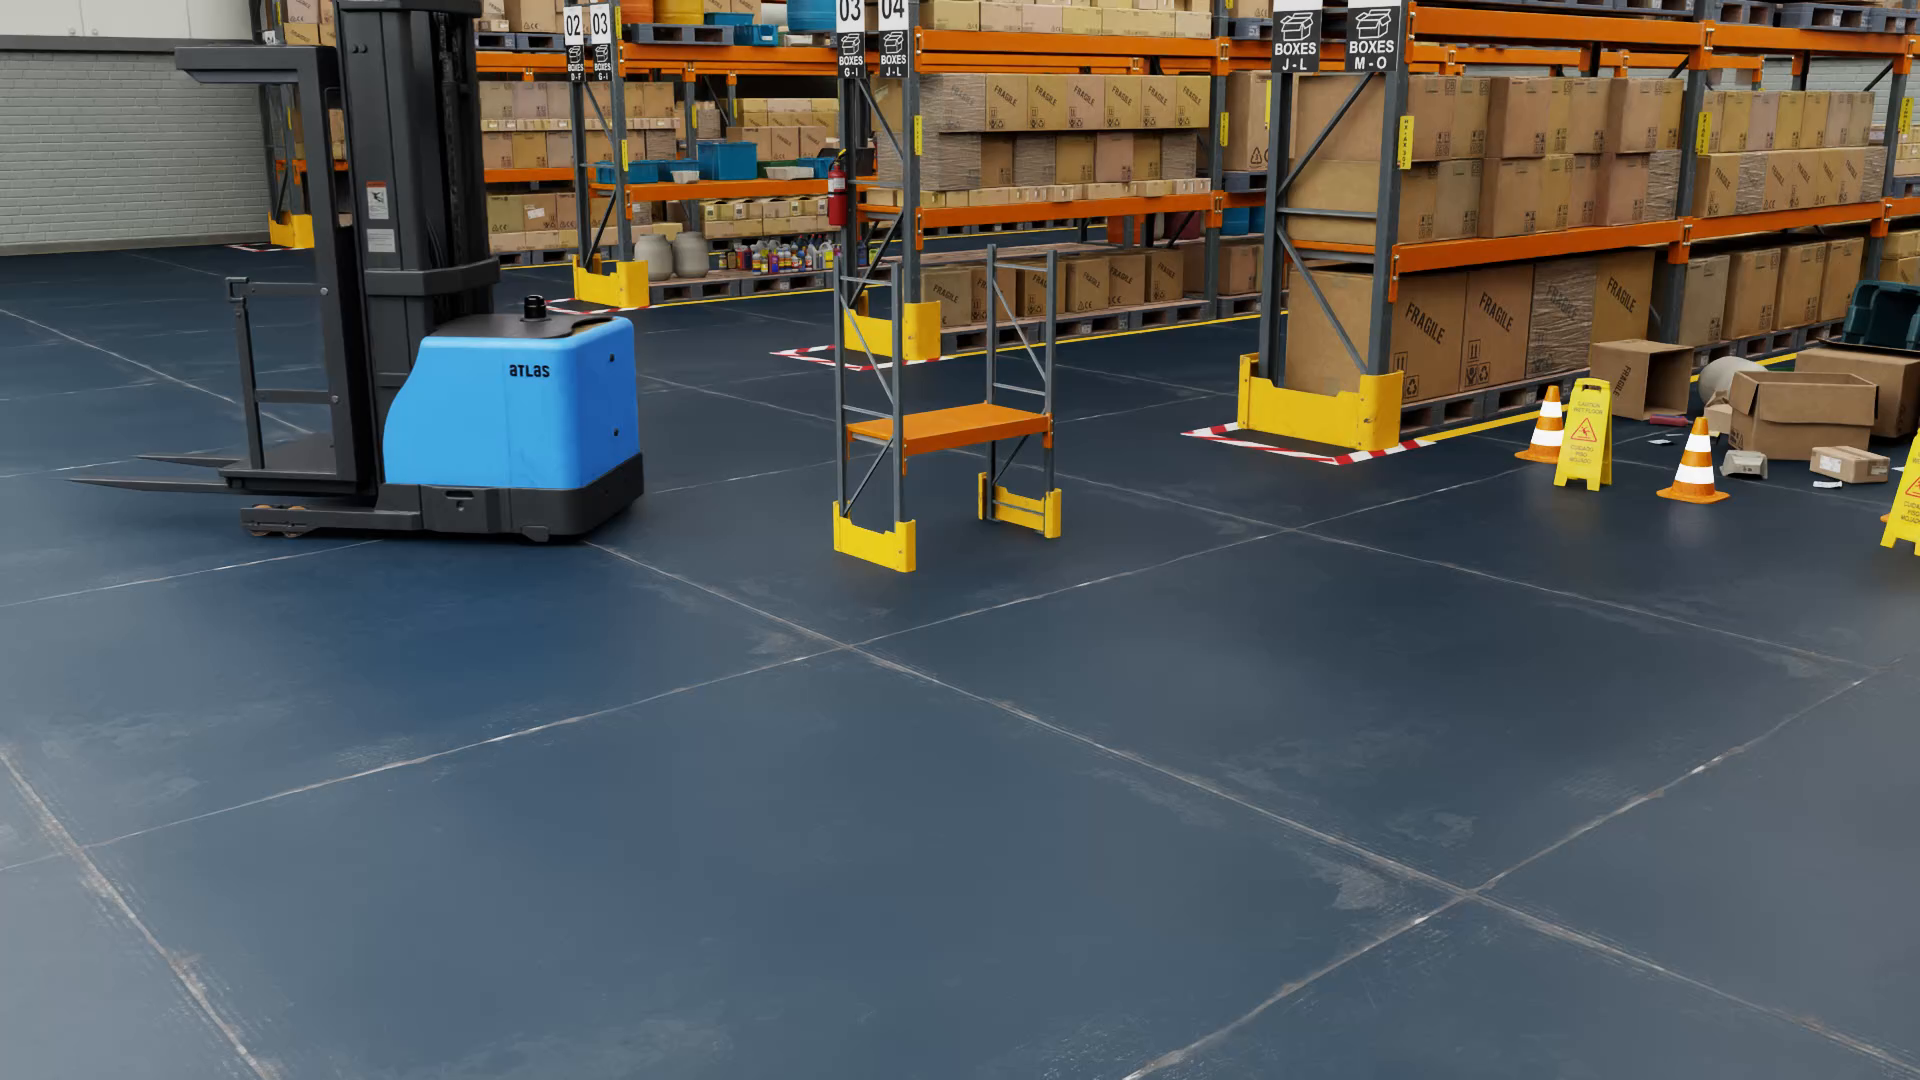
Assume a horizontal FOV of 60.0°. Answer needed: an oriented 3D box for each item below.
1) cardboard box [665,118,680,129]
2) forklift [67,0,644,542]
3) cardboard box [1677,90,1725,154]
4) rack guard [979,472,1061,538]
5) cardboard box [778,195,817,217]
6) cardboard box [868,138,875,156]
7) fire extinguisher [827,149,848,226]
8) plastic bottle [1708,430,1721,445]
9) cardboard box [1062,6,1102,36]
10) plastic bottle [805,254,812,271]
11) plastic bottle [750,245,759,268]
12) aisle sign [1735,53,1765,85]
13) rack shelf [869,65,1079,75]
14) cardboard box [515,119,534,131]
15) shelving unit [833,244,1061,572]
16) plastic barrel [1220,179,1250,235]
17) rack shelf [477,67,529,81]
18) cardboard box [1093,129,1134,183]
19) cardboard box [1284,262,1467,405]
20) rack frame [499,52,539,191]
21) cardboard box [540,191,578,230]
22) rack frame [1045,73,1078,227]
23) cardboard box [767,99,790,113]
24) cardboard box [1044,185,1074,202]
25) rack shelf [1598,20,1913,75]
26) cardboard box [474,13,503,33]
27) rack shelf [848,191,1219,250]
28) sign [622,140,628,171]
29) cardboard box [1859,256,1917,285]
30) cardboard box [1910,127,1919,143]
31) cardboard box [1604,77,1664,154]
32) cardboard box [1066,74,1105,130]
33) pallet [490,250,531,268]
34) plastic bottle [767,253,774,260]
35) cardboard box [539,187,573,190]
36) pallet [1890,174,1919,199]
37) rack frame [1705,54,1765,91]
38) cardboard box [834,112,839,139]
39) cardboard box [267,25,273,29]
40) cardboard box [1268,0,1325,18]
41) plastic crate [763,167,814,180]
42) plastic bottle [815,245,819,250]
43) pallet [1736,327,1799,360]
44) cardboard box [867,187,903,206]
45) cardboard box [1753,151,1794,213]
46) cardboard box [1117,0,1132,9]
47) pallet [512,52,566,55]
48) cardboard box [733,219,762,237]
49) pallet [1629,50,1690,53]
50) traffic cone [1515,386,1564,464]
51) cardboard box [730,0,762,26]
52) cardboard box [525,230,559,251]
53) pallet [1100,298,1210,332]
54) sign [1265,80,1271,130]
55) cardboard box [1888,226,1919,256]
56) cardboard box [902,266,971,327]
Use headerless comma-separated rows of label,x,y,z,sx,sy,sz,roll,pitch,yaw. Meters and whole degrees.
cardboard box,-4.264,-6.034,24.078,0.250,0.149,0.380,-13,20,-39
forklift,-3.360,-1.560,8.909,3.031,2.935,1.130,2,15,8
cardboard box,5.851,-3.465,13.779,0.500,0.500,0.700,-13,20,-40
rack guard,0.318,-0.192,8.985,0.087,0.250,0.587,-13,19,-39
cardboard box,-2.565,-5.188,25.788,0.500,0.311,0.500,-12,19,-38
cardboard box,-1.485,-6.342,26.853,0.500,0.311,0.500,-11,19,-36
fire extinguisher,-1.105,-3.187,15.018,0.183,0.674,0.296,-13,19,-39
plastic bottle,5.069,-0.700,11.251,0.133,0.061,0.283,8,17,28
cardboard box,0.967,-4.823,15.470,0.500,0.250,0.500,-12,19,-38
plastic bottle,-1.832,-3.352,20.055,0.097,0.201,0.097,0,15,0
plastic bottle,-2.557,-3.472,20.361,0.135,0.276,0.152,-13,20,-41
aisle sign,11.605,-7.074,24.383,0.004,0.787,0.394,-13,19,-39
rack shelf,0.327,-7.879,28.014,4.000,0.370,1.077,-13,19,-39
cardboard box,-6.001,-5.644,22.618,0.250,0.149,0.380,-14,20,-41
shelving unit,-0.058,-0.712,8.508,1.083,1.500,0.587,-13,19,-39
plastic barrel,4.129,-5.131,25.400,0.708,0.901,0.600,-13,19,-39
rack shelf,-8.962,-7.487,26.549,4.000,0.370,1.077,-13,19,-39
cardboard box,1.210,-3.777,16.308,0.500,0.500,0.875,-13,19,-39
cardboard box,2.931,-1.475,11.764,0.875,0.875,0.875,-13,19,-39
rack frame,-7.454,-6.724,28.112,0.127,3.000,1.000,-13,19,-39
cardboard box,-5.533,-4.621,23.298,0.500,0.500,0.500,-13,19,-39
rack frame,1.836,-7.116,29.577,0.127,3.000,1.000,-13,19,-39
cardboard box,-3.519,-8.084,30.939,0.500,0.250,0.500,-13,20,-40
cardboard box,0.850,-3.269,15.664,0.250,0.149,0.380,-13,19,-39
rack shelf,6.989,-4.289,14.576,4.000,0.370,1.077,-13,19,-39
cardboard box,-6.521,-6.977,22.449,0.500,0.250,0.500,-13,19,-39
rack shelf,0.792,-3.145,16.106,4.000,0.370,1.077,-13,19,-39
sign,-3.610,-4.144,17.915,0.005,0.325,0.100,-13,19,-39
cardboard box,9.199,-2.592,16.670,0.500,0.500,0.500,-14,20,-42
cardboard box,9.363,-4.023,16.517,0.250,0.149,0.380,-13,20,-40
cardboard box,4.841,-3.271,12.801,0.550,0.550,0.875,-13,19,-39
cardboard box,1.009,-4.123,15.666,0.500,0.500,0.500,-13,19,-39
pallet,-6.667,-3.874,22.842,1.213,0.211,1.003,-13,19,-39
plastic bottle,-2.323,-3.449,20.418,0.097,0.201,0.097,0,15,0
cardboard box,-6.909,-5.857,28.856,0.500,0.500,0.700,-12,19,-38
pallet,8.966,-3.575,16.693,1.003,0.211,1.213,-13,19,-39
rack frame,11.354,-5.864,24.892,0.127,3.000,1.000,-13,19,-39
cardboard box,-2.364,-7.982,32.012,0.500,0.500,0.500,-13,19,-39
cardboard box,-10.323,-7.674,25.621,0.500,0.500,0.500,-11,18,-35
cardboard box,3.431,-5.753,17.651,0.637,0.503,0.797,-12,19,-37
plastic crate,-2.009,-4.344,19.711,0.437,0.136,0.530,-13,19,-39
plastic bottle,-1.722,-3.459,20.298,0.133,0.283,0.061,-13,19,-39
pallet,6.934,-1.855,15.284,1.213,0.211,1.003,-13,19,-39
cardboard box,-0.637,-3.121,15.108,0.250,0.149,0.380,-13,19,-39
cardboard box,6.813,-3.104,14.363,0.500,0.500,0.500,-13,20,-40
cardboard box,1.417,-5.121,15.816,0.250,0.149,0.380,-12,19,-37
pallet,-6.918,-8.167,28.063,1.003,0.211,1.213,-13,19,-39
cardboard box,-3.346,-4.741,25.203,0.500,0.250,0.500,-12,19,-38
pallet,9.880,-6.935,23.260,1.213,0.211,1.003,-13,19,-39
traffic cone,3.796,-0.759,10.695,0.334,0.463,0.336,-13,19,-39
cardboard box,-3.293,-7.900,24.725,0.500,0.500,0.500,-10,18,-34
cardboard box,-5.914,-4.175,23.082,0.500,0.250,0.500,-13,19,-39
pallet,1.818,-2.364,17.189,1.213,0.211,1.003,-13,19,-39
sign,2.117,-2.953,11.290,0.005,0.325,0.100,-13,19,-39
cardboard box,9.560,-3.039,16.893,0.500,0.250,0.500,-13,20,-40
cardboard box,-0.234,-2.252,15.397,0.500,0.500,0.500,-9,17,-29
